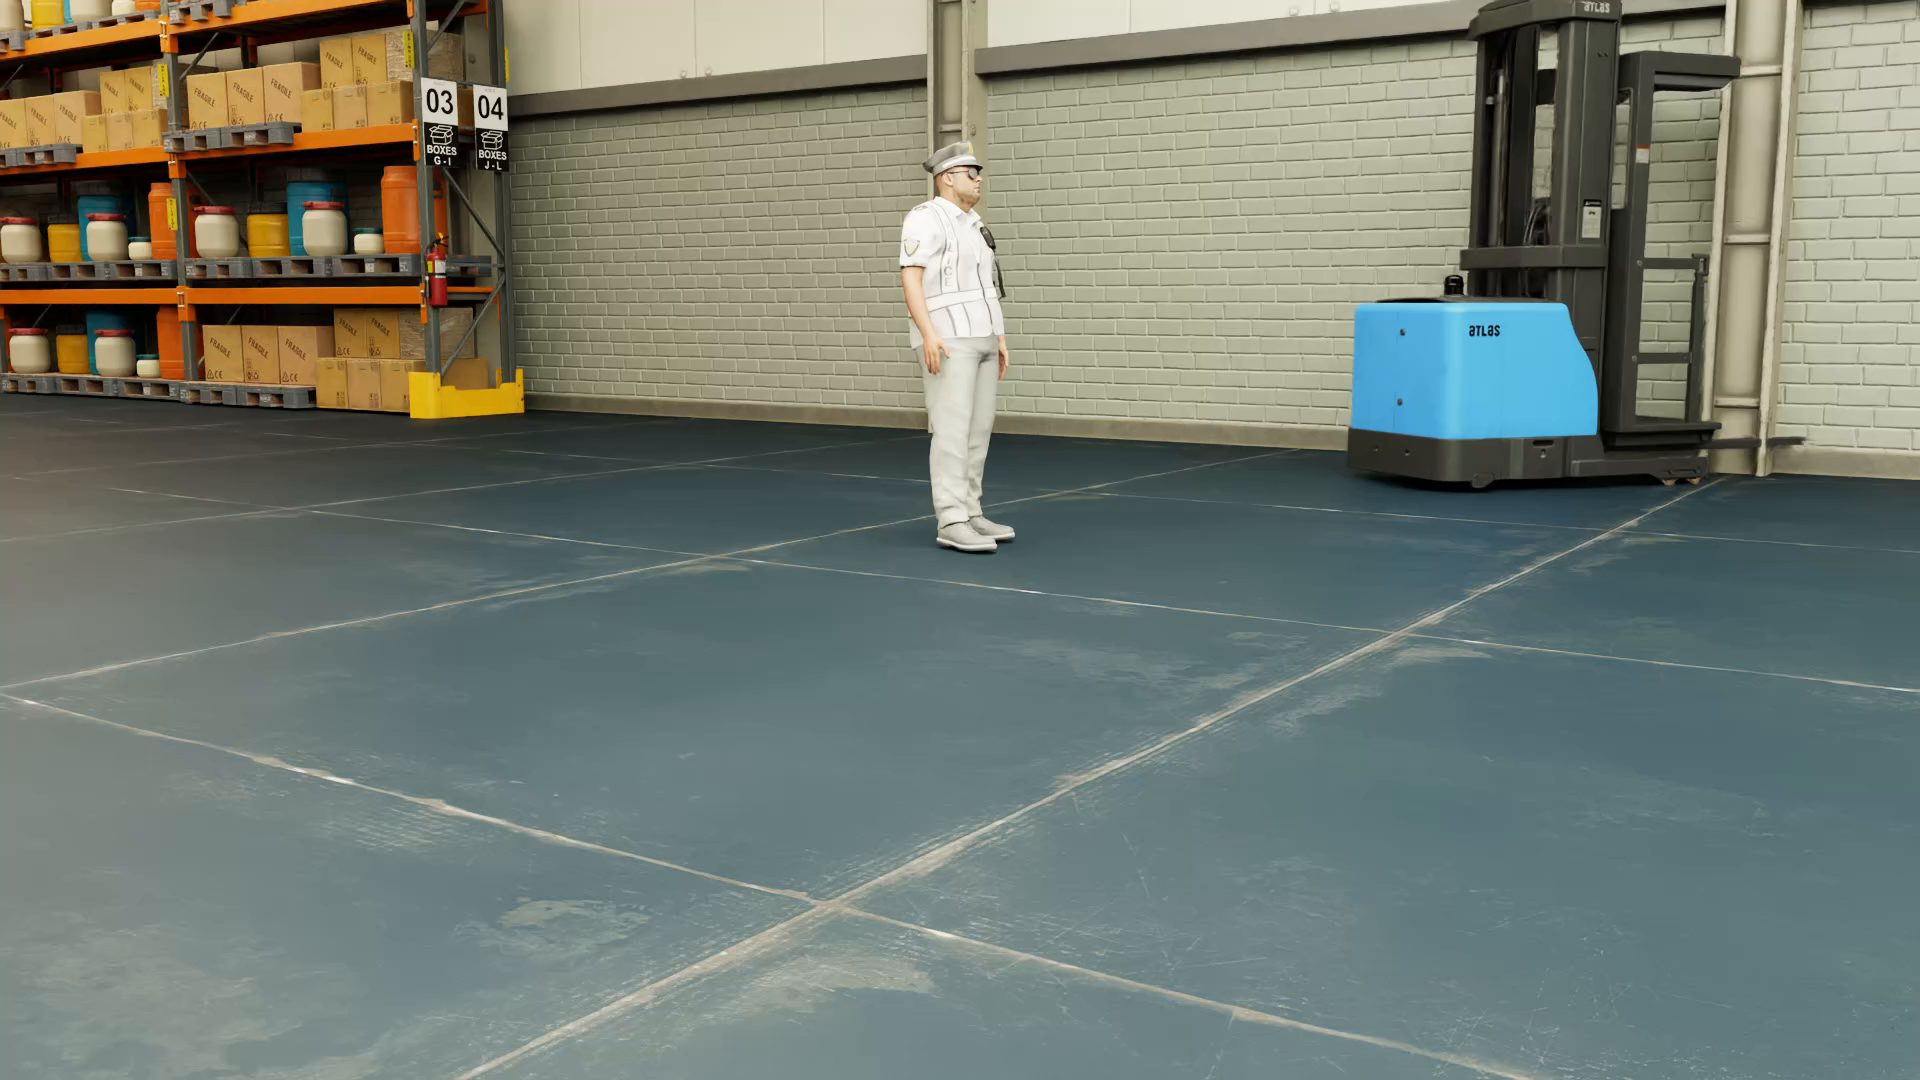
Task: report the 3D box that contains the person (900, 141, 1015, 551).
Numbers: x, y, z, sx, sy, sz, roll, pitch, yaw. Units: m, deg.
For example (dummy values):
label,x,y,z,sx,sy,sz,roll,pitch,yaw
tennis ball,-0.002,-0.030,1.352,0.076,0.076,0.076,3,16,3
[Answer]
label,x,y,z,sx,sy,sz,roll,pitch,yaw
person,0.057,-0.882,7.424,0.575,1.781,0.640,5,10,34

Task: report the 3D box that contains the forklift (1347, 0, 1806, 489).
label,x,y,z,sx,sy,sz,roll,pitch,yaw
forklift,3.963,-1.849,10.198,3.031,2.935,1.130,-3,9,-21
